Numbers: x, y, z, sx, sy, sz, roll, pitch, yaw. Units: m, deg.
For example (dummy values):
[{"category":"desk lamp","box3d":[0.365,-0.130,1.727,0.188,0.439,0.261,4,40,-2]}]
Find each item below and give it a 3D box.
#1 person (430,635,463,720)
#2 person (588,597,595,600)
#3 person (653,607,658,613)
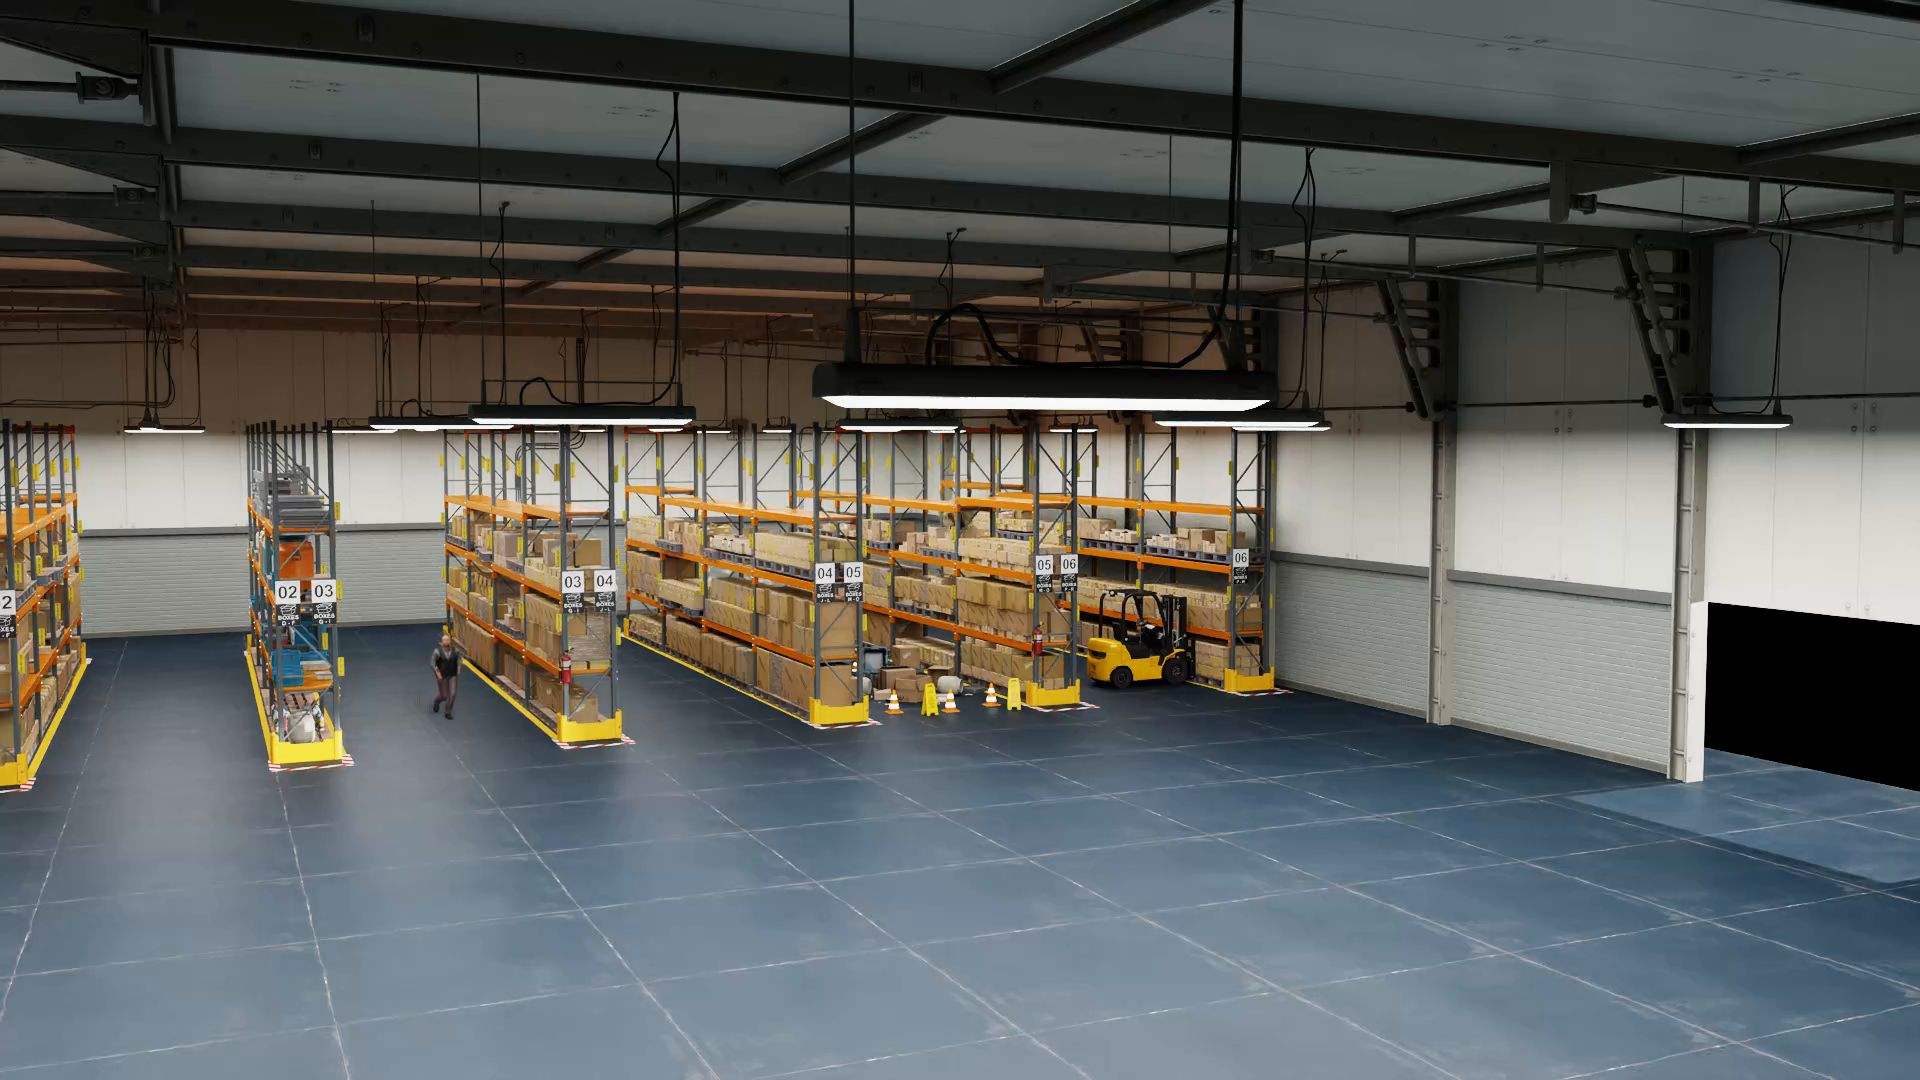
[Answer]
[{"category":"person","box3d":[-10.419,2.779,33.779,0.661,1.697,0.642,-2,4,-32]},{"category":"person","box3d":[-10.496,1.986,47.065,0.653,1.623,0.501,0,4,6]},{"category":"person","box3d":[-8.855,1.793,49.076,0.591,1.718,0.687,-2,4,-27]}]
